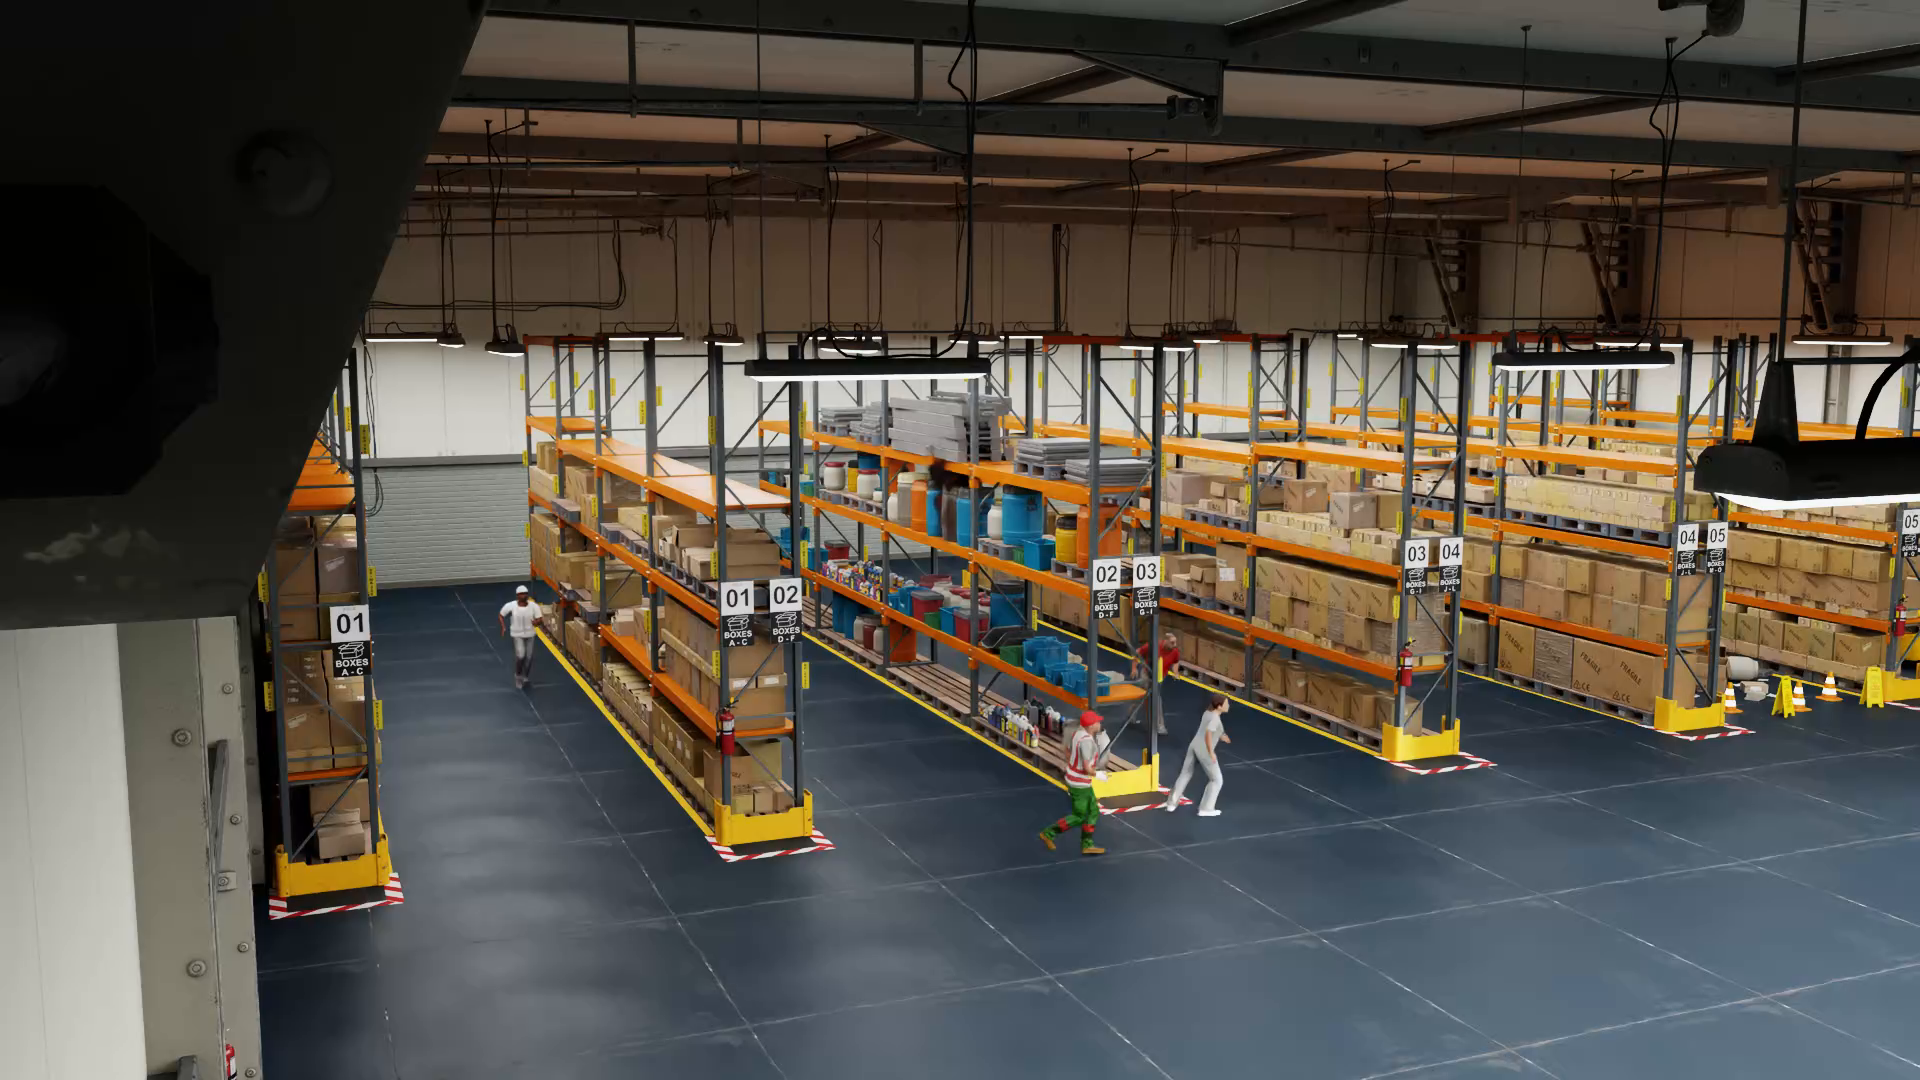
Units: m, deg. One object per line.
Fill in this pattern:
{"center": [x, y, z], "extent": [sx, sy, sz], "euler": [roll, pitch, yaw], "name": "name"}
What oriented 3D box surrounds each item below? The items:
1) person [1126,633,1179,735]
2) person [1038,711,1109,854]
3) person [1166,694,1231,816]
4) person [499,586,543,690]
{"center": [2.956, 2.148, 25.638], "extent": [0.687, 1.565, 1.090], "euler": [-5, 9, -31], "name": "person"}
{"center": [1.337, 2.874, 19.629], "extent": [0.830, 1.739, 0.660], "euler": [0, 8, -3], "name": "person"}
{"center": [3.091, 2.740, 21.253], "extent": [0.855, 1.596, 0.606], "euler": [-3, 8, -22], "name": "person"}
{"center": [-7.501, 1.672, 28.541], "extent": [0.690, 1.789, 0.722], "euler": [-4, 9, -28], "name": "person"}
